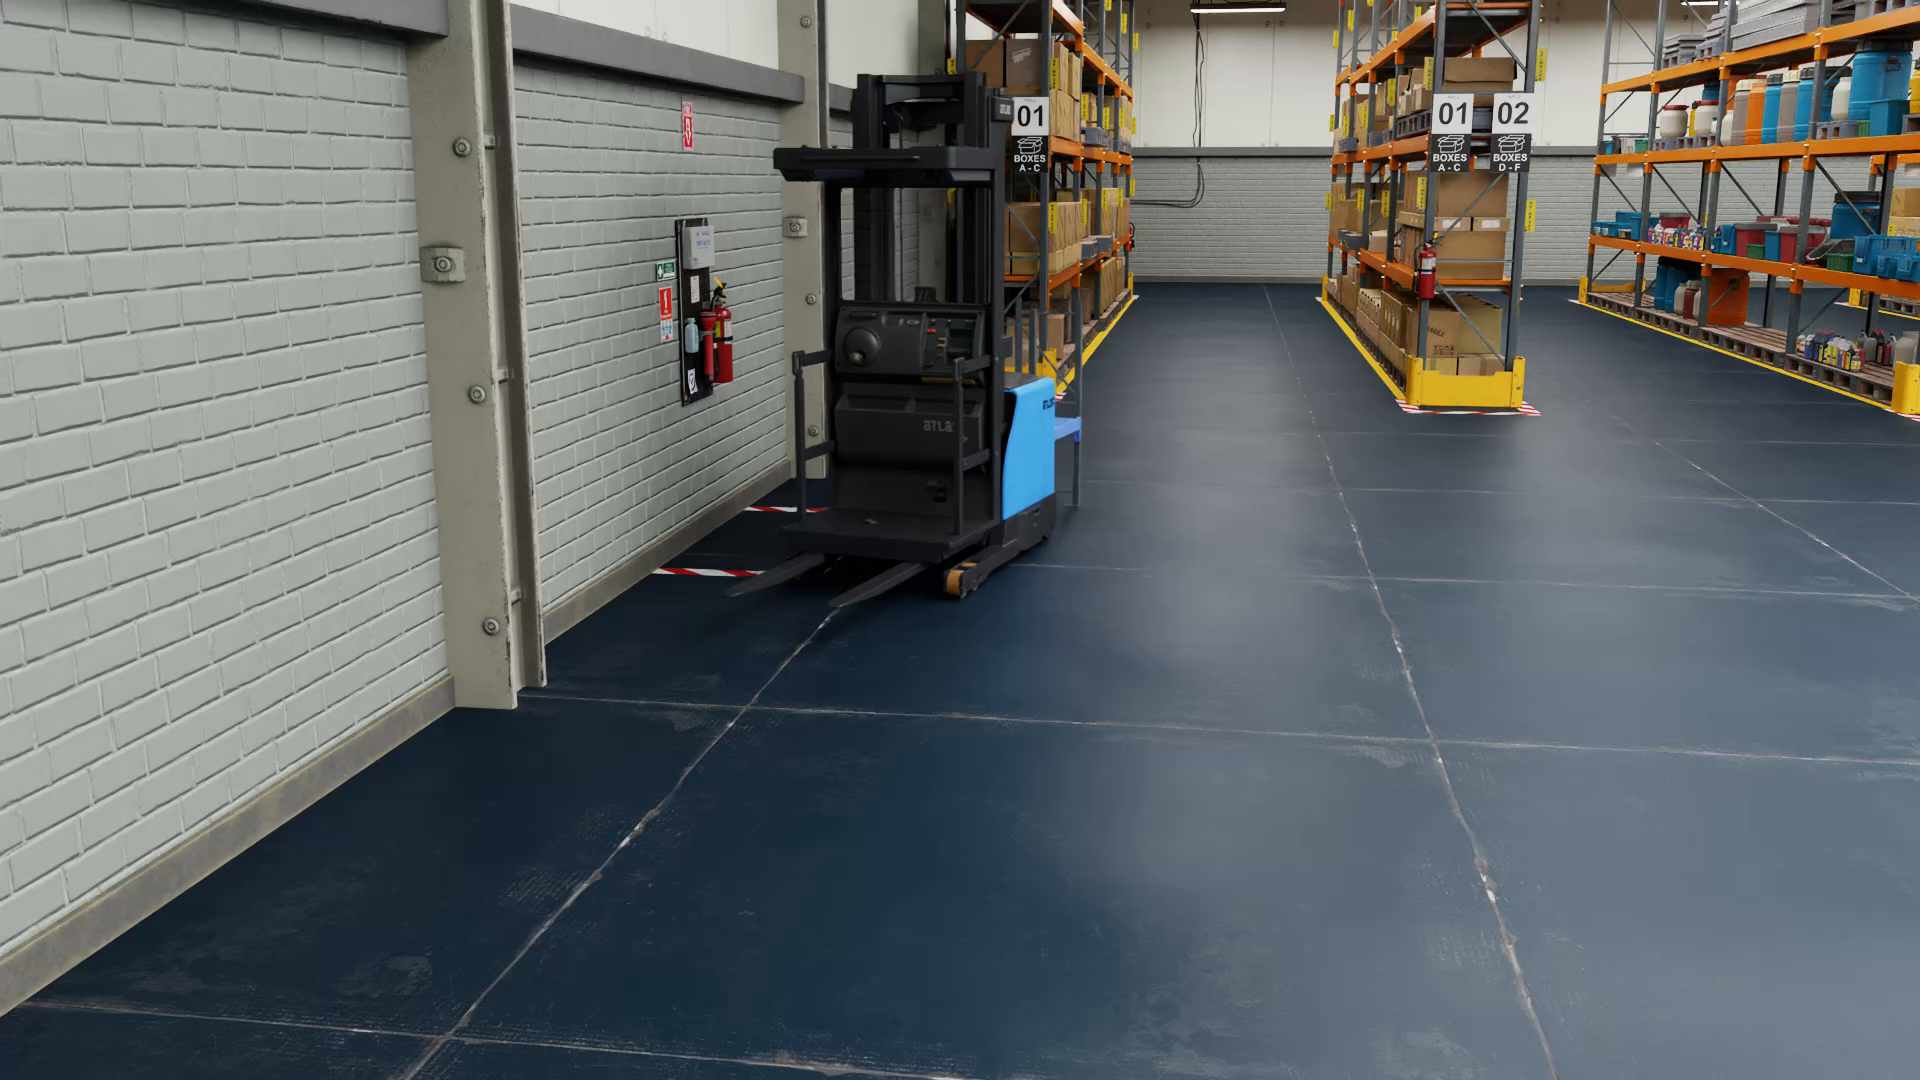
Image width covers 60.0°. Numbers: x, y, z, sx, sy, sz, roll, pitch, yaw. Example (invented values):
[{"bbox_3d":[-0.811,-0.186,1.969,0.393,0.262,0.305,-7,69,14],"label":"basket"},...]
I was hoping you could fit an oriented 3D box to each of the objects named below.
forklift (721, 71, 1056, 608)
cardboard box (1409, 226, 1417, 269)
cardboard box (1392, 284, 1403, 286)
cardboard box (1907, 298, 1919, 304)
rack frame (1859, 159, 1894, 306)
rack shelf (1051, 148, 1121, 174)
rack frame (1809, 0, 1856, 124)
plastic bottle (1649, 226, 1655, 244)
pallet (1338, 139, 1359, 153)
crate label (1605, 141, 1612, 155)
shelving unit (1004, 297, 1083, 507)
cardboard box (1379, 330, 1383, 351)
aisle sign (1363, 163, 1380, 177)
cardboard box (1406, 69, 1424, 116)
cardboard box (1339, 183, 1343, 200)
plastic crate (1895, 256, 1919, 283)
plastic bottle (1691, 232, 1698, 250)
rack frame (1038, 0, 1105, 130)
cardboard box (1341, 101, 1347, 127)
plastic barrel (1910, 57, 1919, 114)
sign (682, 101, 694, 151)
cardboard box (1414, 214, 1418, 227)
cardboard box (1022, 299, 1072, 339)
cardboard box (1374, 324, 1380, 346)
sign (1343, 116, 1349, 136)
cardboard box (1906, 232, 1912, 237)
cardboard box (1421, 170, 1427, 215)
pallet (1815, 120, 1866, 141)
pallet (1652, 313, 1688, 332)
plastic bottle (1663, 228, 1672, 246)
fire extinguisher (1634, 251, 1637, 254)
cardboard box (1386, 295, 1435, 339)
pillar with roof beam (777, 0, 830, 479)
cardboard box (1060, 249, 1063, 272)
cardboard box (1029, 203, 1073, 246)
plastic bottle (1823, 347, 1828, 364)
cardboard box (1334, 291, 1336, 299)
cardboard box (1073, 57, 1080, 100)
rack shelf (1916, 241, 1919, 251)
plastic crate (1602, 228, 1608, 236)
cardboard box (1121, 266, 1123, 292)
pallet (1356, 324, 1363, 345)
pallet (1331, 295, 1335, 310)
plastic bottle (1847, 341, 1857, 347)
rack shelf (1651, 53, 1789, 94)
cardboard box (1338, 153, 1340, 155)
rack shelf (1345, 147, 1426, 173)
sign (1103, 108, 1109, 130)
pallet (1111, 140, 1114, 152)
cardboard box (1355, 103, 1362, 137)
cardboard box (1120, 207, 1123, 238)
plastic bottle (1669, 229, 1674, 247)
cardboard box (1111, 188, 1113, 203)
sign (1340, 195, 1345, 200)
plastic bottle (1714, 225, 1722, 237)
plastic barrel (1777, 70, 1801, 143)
[{"bbox_3d":[-0.374,-1.200,9.606,1.130,2.935,3.031,5,13,21],"label":"forklift"},{"bbox_3d":[5.755,-3.491,19.837,0.700,0.500,0.500,2,12,9],"label":"cardboard box"},{"bbox_3d":[7.016,-3.770,26.255,0.500,0.500,0.500,1,12,7],"label":"cardboard box"},{"bbox_3d":[17.310,-4.582,29.180,0.875,0.875,0.875,2,12,9],"label":"cardboard box"},{"bbox_3d":[17.606,-5.926,31.369,1.000,3.000,0.127,2,12,9],"label":"rack frame"},{"bbox_3d":[2.000,-6.273,27.568,1.077,0.370,4.000,2,12,9],"label":"rack shelf"},{"bbox_3d":[10.867,-6.521,19.891,1.000,3.000,0.127,2,12,9],"label":"rack frame"},{"bbox_3d":[11.599,-5.106,27.844,0.061,0.283,0.133,2,12,9],"label":"plastic bottle"},{"bbox_3d":[7.034,-6.656,28.083,1.213,0.211,1.003,2,12,9],"label":"pallet"},{"bbox_3d":[12.251,-7.298,30.971,0.408,0.251,0.502,2,12,9],"label":"crate label"},{"bbox_3d":[0.452,-0.897,11.597,0.538,1.500,1.048,5,13,21],"label":"shelving unit"},{"bbox_3d":[5.602,-2.524,21.114,0.500,0.250,0.500,2,12,9],"label":"cardboard box"},{"bbox_3d":[8.132,-7.523,32.608,0.394,0.787,0.004,2,12,9],"label":"aisle sign"},{"bbox_3d":[5.595,-5.201,19.314,0.797,0.503,0.637,3,13,15],"label":"cardboard box"},{"bbox_3d":[7.101,-6.173,29.905,0.500,0.500,0.500,2,12,8],"label":"cardboard box"},{"bbox_3d":[10.033,-2.797,17.203,0.499,0.251,0.616,2,12,9],"label":"plastic crate"},{"bbox_3d":[11.224,-4.568,25.375,0.097,0.271,0.097,0,12,0],"label":"plastic bottle"},{"bbox_3d":[1.693,-7.674,25.244,1.000,3.000,0.127,2,12,9],"label":"rack frame"},{"bbox_3d":[7.595,-8.043,31.462,0.700,0.500,0.500,2,12,9],"label":"cardboard box"},{"bbox_3d":[10.301,-4.761,17.399,0.600,0.588,0.600,0,12,0],"label":"plastic barrel"},{"bbox_3d":[-1.725,-2.623,10.541,0.001,0.298,0.199,2,12,9],"label":"sign"},{"bbox_3d":[5.465,-3.691,19.225,0.380,0.149,0.250,2,12,8],"label":"cardboard box"},{"bbox_3d":[1.174,-3.056,22.943,0.700,0.500,0.500,2,12,11],"label":"cardboard box"},{"bbox_3d":[5.750,-2.706,21.961,0.500,0.250,0.500,2,12,8],"label":"cardboard box"},{"bbox_3d":[6.666,-7.150,28.702,0.100,0.325,0.005,2,12,9],"label":"sign"},{"bbox_3d":[16.952,-5.365,29.363,0.380,0.149,0.250,2,12,10],"label":"cardboard box"},{"bbox_3d":[5.603,-3.922,18.756,0.700,0.500,0.500,2,12,9],"label":"cardboard box"},{"bbox_3d":[10.852,-4.809,19.515,1.213,0.211,1.003,2,12,9],"label":"pallet"},{"bbox_3d":[11.752,-3.476,26.623,1.003,0.211,1.213,2,12,9],"label":"pallet"},{"bbox_3d":[11.507,-4.916,26.979,0.152,0.276,0.135,2,12,9],"label":"plastic bottle"},{"bbox_3d":[13.185,-5.883,32.239,0.296,0.674,0.183,2,12,9],"label":"fire extinguisher"},{"bbox_3d":[5.439,-2.683,20.071,0.500,0.500,0.500,2,12,9],"label":"cardboard box"},{"bbox_3d":[3.046,-4.794,11.880,9.100,9.000,0.400,2,12,9],"label":"pillar with roof beam"},{"bbox_3d":[0.917,-3.213,19.090,0.500,0.250,0.500,1,12,7],"label":"cardboard box"},{"bbox_3d":[1.072,-3.787,19.974,0.500,0.500,0.500,2,12,10],"label":"cardboard box"},{"bbox_3d":[10.237,-2.183,19.602,0.097,0.201,0.097,0,12,0],"label":"plastic bottle"},{"bbox_3d":[7.009,-4.444,30.217,0.380,0.149,0.250,2,12,9],"label":"cardboard box"},{"bbox_3d":[1.194,-5.695,20.520,0.500,0.500,0.500,3,12,12],"label":"cardboard box"},{"bbox_3d":[17.299,-5.158,29.513,1.077,0.370,4.000,2,12,9],"label":"rack shelf"},{"bbox_3d":[12.114,-5.741,30.994,0.250,0.136,0.298,2,12,9],"label":"plastic crate"},{"bbox_3d":[2.838,-5.137,32.648,0.700,0.500,0.500,2,12,8],"label":"cardboard box"},{"bbox_3d":[6.423,-3.049,24.639,1.003,0.211,1.213,2,12,9],"label":"pallet"},{"bbox_3d":[7.495,-4.449,31.137,1.003,0.211,1.213,2,12,9],"label":"pallet"},{"bbox_3d":[10.389,-2.190,19.455,0.152,0.276,0.135,2,12,9],"label":"plastic bottle"},{"bbox_3d":[11.790,-7.223,25.804,1.077,0.370,4.000,2,12,9],"label":"rack shelf"},{"bbox_3d":[7.253,-7.230,30.656,0.500,0.250,0.500,2,12,9],"label":"cardboard box"},{"bbox_3d":[6.896,-6.113,26.827,1.077,0.370,4.000,2,12,9],"label":"rack shelf"},{"bbox_3d":[2.229,-6.443,25.422,0.100,0.325,0.005,2,12,9],"label":"sign"},{"bbox_3d":[2.216,-6.755,28.551,0.805,0.209,1.217,1,12,6],"label":"pallet"},{"bbox_3d":[7.053,-7.082,28.142,0.600,0.600,0.600,1,12,3],"label":"cardboard box"},{"bbox_3d":[2.525,-5.985,30.934,0.980,0.700,0.700,2,12,7],"label":"cardboard box"},{"bbox_3d":[11.427,-4.842,26.648,0.097,0.271,0.097,0,12,0],"label":"plastic bottle"},{"bbox_3d":[2.322,-5.827,28.142,0.500,0.250,0.500,2,12,10],"label":"cardboard box"},{"bbox_3d":[6.666,-5.854,28.982,0.100,0.325,0.005,2,12,9],"label":"sign"},{"bbox_3d":[11.939,-4.775,26.147,0.144,0.351,0.185,2,12,9],"label":"plastic bottle"},{"bbox_3d":[10.831,-5.549,21.310,0.600,0.901,0.600,0,12,0],"label":"plastic barrel"}]
